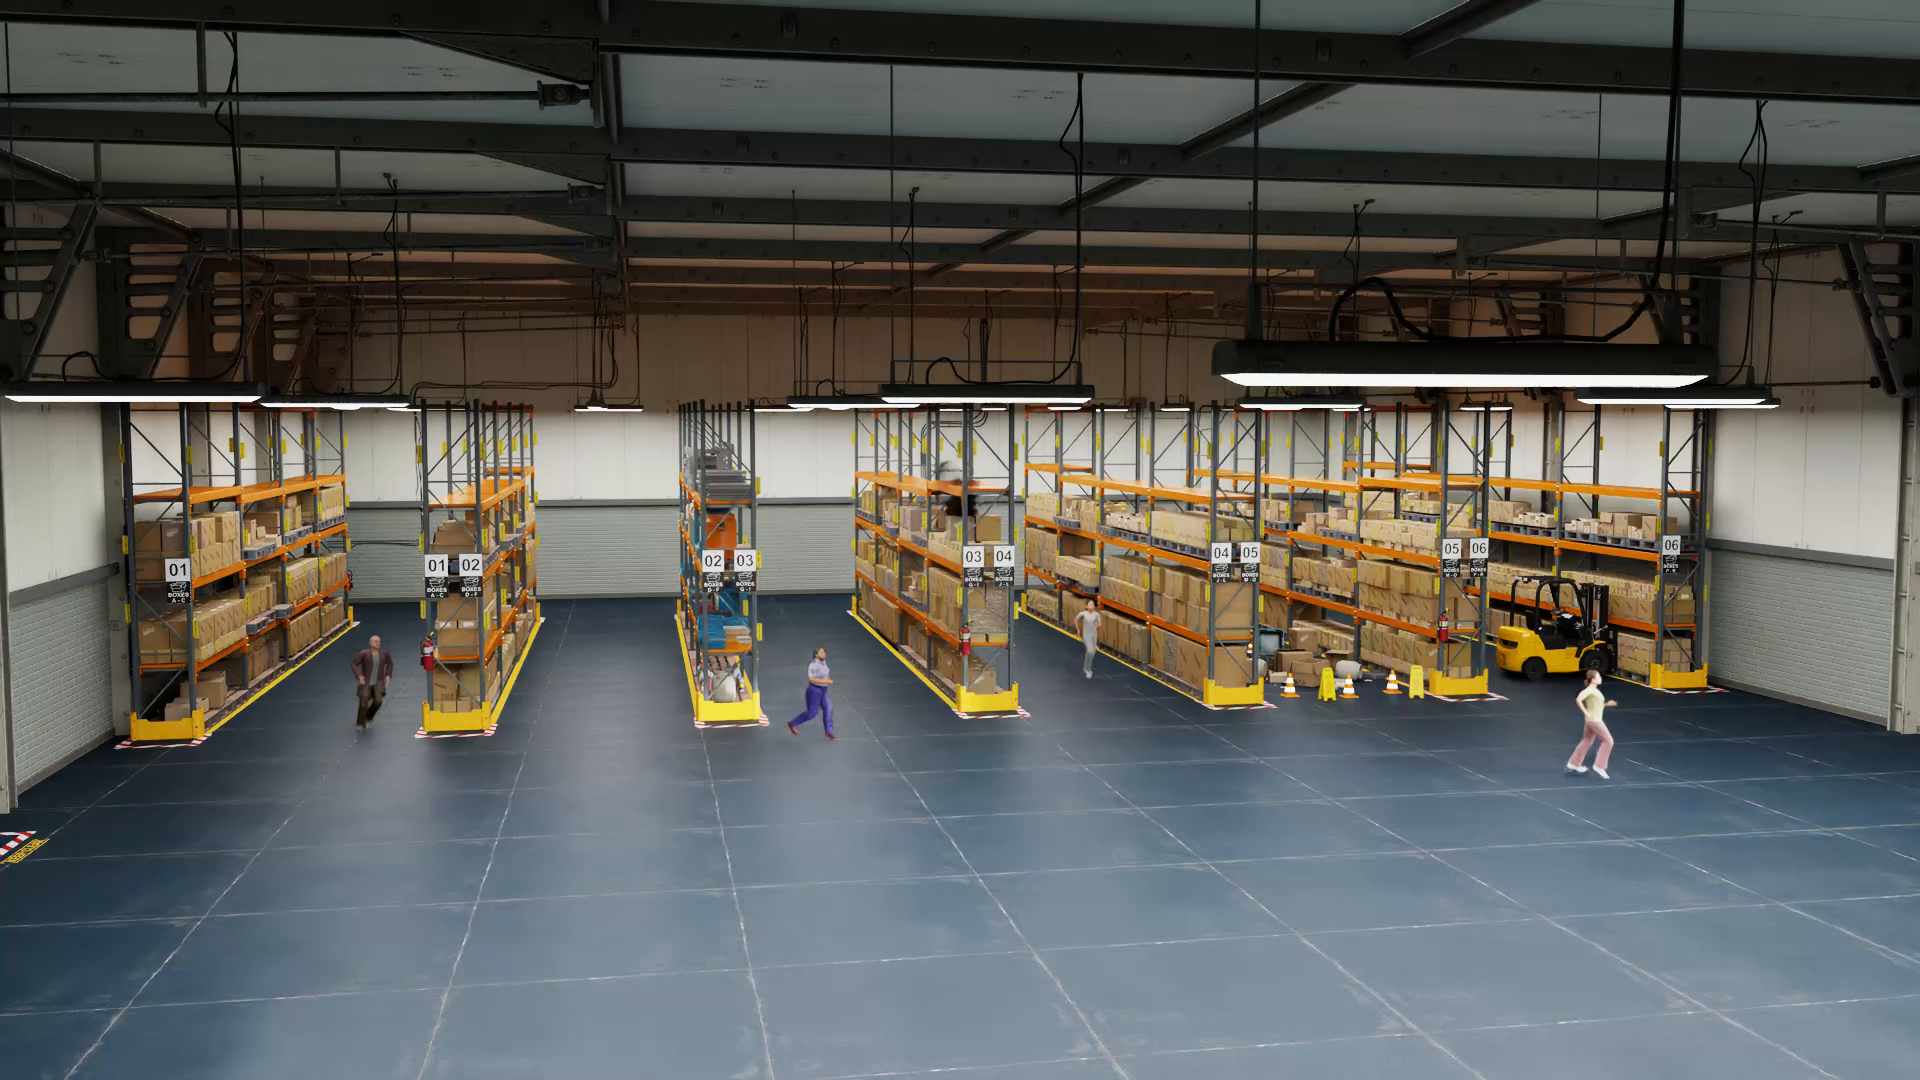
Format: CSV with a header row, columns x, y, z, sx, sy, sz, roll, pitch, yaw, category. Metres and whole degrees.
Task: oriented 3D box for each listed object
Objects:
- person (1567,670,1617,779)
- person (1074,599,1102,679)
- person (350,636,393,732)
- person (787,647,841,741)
x,y,z,sx,sy,sz,roll,pitch,yaw,category
9.996,2.908,26.294,0.723,1.715,0.543,1,5,18,person
2.823,2.149,36.329,0.531,1.720,0.738,-2,5,-22,person
-10.622,2.594,30.105,0.771,1.721,0.591,-2,5,-30,person
-2.551,2.690,29.272,0.925,1.635,0.615,2,5,21,person
